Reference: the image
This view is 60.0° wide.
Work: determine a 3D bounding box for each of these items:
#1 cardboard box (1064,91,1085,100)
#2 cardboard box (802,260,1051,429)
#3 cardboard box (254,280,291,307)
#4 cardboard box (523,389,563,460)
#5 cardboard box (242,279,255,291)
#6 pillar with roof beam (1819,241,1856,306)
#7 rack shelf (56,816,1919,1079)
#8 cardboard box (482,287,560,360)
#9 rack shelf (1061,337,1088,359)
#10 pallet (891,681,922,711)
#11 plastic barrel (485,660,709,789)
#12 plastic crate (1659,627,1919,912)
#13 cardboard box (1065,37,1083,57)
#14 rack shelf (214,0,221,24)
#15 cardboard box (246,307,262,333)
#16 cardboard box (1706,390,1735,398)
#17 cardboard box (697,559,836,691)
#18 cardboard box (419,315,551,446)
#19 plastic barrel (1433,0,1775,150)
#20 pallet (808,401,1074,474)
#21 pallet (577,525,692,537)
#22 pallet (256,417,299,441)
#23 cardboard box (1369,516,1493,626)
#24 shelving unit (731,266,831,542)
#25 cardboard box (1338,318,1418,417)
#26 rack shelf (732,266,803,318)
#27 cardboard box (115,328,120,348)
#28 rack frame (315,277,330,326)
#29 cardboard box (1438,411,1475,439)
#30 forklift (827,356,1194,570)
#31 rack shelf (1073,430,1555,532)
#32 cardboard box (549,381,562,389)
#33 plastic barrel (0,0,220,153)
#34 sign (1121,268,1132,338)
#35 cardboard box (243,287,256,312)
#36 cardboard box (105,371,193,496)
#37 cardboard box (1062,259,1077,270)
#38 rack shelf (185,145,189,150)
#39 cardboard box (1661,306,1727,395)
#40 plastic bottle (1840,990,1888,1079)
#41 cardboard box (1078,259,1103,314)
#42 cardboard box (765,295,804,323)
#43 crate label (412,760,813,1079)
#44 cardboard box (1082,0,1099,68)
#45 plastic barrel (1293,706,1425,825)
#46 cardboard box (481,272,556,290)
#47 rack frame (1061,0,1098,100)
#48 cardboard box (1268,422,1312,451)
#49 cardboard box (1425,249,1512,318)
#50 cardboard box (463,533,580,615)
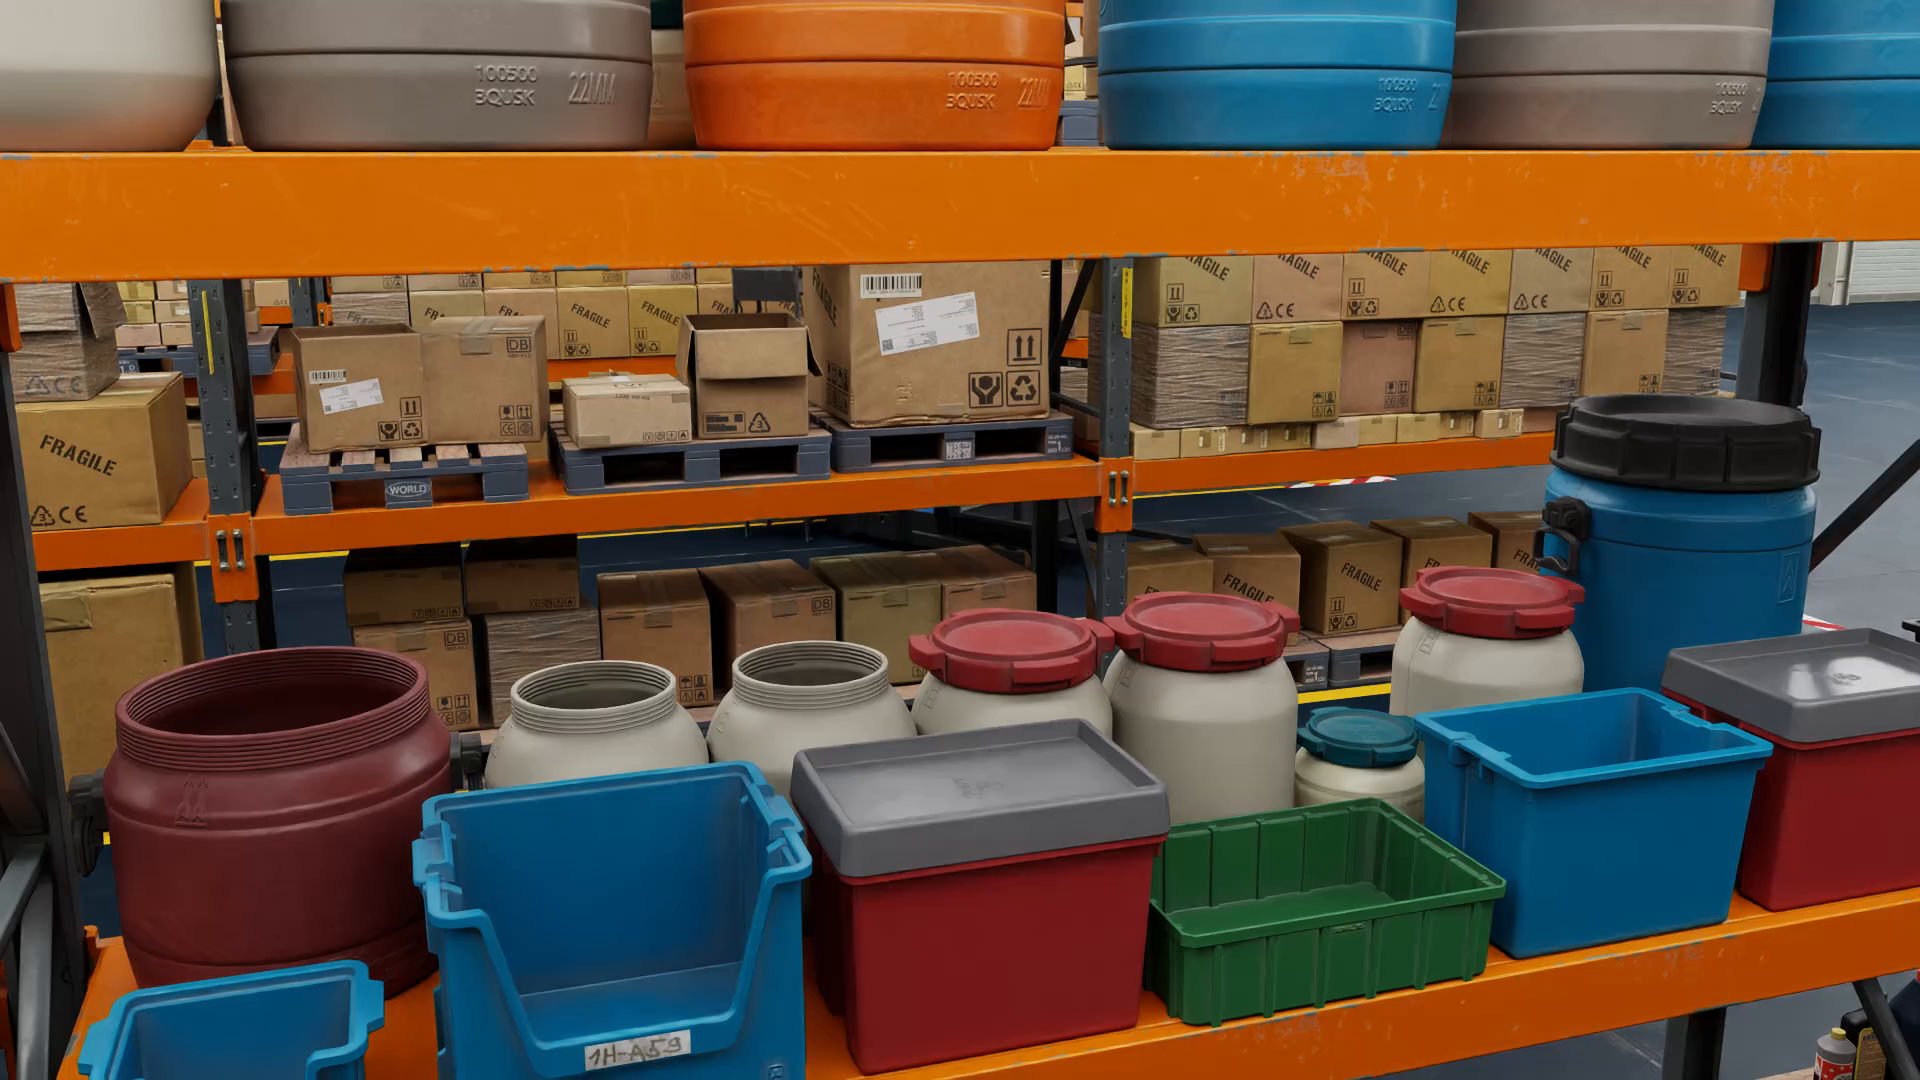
[{"bbox_3d":[0.784,-3.413,12.946,0.250,0.149,0.380,-4,14,-18],"label":"cardboard box"},{"bbox_3d":[-0.188,-1.149,8.287,1.000,1.000,1.000,-4,14,-18],"label":"cardboard box"},{"bbox_3d":[-6.739,-2.392,16.040,0.500,0.250,0.500,-5,14,-20],"label":"cardboard box"},{"bbox_3d":[-3.234,-0.681,12.478,0.750,0.750,1.050,-4,14,-17],"label":"cardboard box"},{"bbox_3d":[-5.171,-1.860,11.832,0.250,0.149,0.380,-4,14,-18],"label":"cardboard box"},{"bbox_3d":[17.139,-7.687,25.013,0.400,9.000,9.100,-4,14,-18],"label":"pillar with roof beam"},{"bbox_3d":[0.294,0.903,3.418,4.000,0.370,1.077,-4,14,-18],"label":"rack shelf"},{"bbox_3d":[-3.197,-1.579,12.081,0.500,0.500,0.500,-4,14,-18],"label":"cardboard box"},{"bbox_3d":[1.019,-1.574,13.831,4.000,0.370,1.077,-4,14,-18],"label":"rack shelf"},{"bbox_3d":[-0.128,0.734,8.602,1.213,0.211,1.003,-4,14,-18],"label":"pallet"},{"bbox_3d":[-0.695,0.524,3.218,0.421,0.512,0.421,0,13,0],"label":"plastic barrel"},{"bbox_3d":[1.828,0.477,3.516,0.583,0.464,0.402,-4,14,-18],"label":"plastic crate"},{"bbox_3d":[0.783,-3.801,12.852,0.250,0.149,0.380,-4,14,-18],"label":"cardboard box"},{"bbox_3d":[-8.238,-4.785,15.234,4.000,0.370,1.077,-4,14,-18],"label":"rack shelf"},{"bbox_3d":[-5.156,-1.574,11.914,0.250,0.149,0.380,-5,14,-19],"label":"cardboard box"},{"bbox_3d":[4.197,-0.787,9.514,0.250,0.149,0.380,-4,14,-18],"label":"cardboard box"},{"bbox_3d":[-0.967,0.434,8.286,0.500,0.500,0.700,-6,15,-23],"label":"cardboard box"},{"bbox_3d":[-2.185,-0.750,7.691,0.500,0.500,0.700,-2,14,-10],"label":"cardboard box"},{"bbox_3d":[1.157,-1.164,2.990,0.600,0.901,0.600,0,13,0],"label":"plastic barrel"},{"bbox_3d":[-0.161,-0.563,8.442,1.213,0.211,1.003,-4,14,-18],"label":"pallet"},{"bbox_3d":[-2.742,-0.255,12.759,1.213,0.211,1.003,-4,14,-18],"label":"pallet"},{"bbox_3d":[-7.113,-1.161,16.567,1.213,0.211,1.003,-4,14,-18],"label":"pallet"},{"bbox_3d":[2.649,0.172,9.432,0.500,0.500,0.500,-3,14,-13],"label":"cardboard box"},{"bbox_3d":[-1.290,-1.065,12.043,0.503,2.100,0.431,4,16,19],"label":"shelving unit"},{"bbox_3d":[1.983,-0.982,8.930,0.500,0.500,0.875,-4,14,-18],"label":"cardboard box"},{"bbox_3d":[-1.303,-1.728,11.866,0.480,0.518,0.431,4,16,19],"label":"rack shelf"},{"bbox_3d":[-5.705,-1.371,11.060,0.250,0.149,0.380,-5,14,-19],"label":"cardboard box"},{"bbox_3d":[-6.342,-2.559,16.419,0.127,3.000,1.000,-4,14,-18],"label":"rack frame"},{"bbox_3d":[2.549,-0.650,8.938,0.250,0.149,0.380,-4,14,-18],"label":"cardboard box"},{"bbox_3d":[0.488,-1.336,11.426,3.031,2.935,1.130,10,17,37],"label":"forklift"},{"bbox_3d":[2.505,-0.478,9.226,4.000,0.370,1.077,-4,14,-18],"label":"rack shelf"},{"bbox_3d":[-4.386,-1.635,17.307,0.625,0.372,0.950,-4,14,-16],"label":"cardboard box"},{"bbox_3d":[-1.210,-0.769,2.168,0.421,0.512,0.421,0,13,0],"label":"plastic barrel"},{"bbox_3d":[0.790,-1.123,7.878,0.005,0.325,0.100,-4,14,-18],"label":"sign"},{"bbox_3d":[-5.189,-1.716,11.867,0.250,0.149,0.380,-4,14,-16],"label":"cardboard box"},{"bbox_3d":[-3.729,-0.458,7.370,0.500,0.500,0.500,-4,14,-16],"label":"cardboard box"},{"bbox_3d":[0.524,-2.470,13.386,0.550,0.550,0.875,-4,14,-18],"label":"cardboard box"},{"bbox_3d":[-5.077,-1.347,6.397,4.000,0.370,1.077,-4,14,-18],"label":"rack shelf"},{"bbox_3d":[3.871,-1.135,9.572,0.500,0.500,0.875,-4,14,-18],"label":"cardboard box"},{"bbox_3d":[2.540,1.405,4.673,0.133,0.283,0.061,-4,14,-15],"label":"plastic bottle"},{"bbox_3d":[0.948,-1.454,8.754,0.500,0.500,0.500,-4,14,-18],"label":"cardboard box"},{"bbox_3d":[-1.286,-1.728,12.707,0.500,0.500,0.500,-5,14,-18],"label":"cardboard box"},{"bbox_3d":[-0.574,0.670,2.769,0.616,0.435,0.502,-4,14,-18],"label":"crate label"},{"bbox_3d":[0.955,-2.666,8.446,0.500,0.500,0.500,-5,14,-20],"label":"cardboard box"},{"bbox_3d":[0.886,0.537,3.703,0.301,0.262,0.301,0,13,0],"label":"plastic barrel"},{"bbox_3d":[-3.274,-2.123,12.208,0.500,0.500,0.700,-5,14,-19],"label":"cardboard box"},{"bbox_3d":[0.610,-3.599,7.828,0.127,3.000,1.000,-4,14,-18],"label":"rack frame"},{"bbox_3d":[1.613,-0.569,8.596,0.250,0.149,0.380,-4,14,-18],"label":"cardboard box"},{"bbox_3d":[2.535,-1.451,8.743,0.500,0.500,0.500,-4,14,-18],"label":"cardboard box"},{"bbox_3d":[-2.056,0.154,7.843,0.500,0.250,0.500,-3,14,-12],"label":"cardboard box"}]
